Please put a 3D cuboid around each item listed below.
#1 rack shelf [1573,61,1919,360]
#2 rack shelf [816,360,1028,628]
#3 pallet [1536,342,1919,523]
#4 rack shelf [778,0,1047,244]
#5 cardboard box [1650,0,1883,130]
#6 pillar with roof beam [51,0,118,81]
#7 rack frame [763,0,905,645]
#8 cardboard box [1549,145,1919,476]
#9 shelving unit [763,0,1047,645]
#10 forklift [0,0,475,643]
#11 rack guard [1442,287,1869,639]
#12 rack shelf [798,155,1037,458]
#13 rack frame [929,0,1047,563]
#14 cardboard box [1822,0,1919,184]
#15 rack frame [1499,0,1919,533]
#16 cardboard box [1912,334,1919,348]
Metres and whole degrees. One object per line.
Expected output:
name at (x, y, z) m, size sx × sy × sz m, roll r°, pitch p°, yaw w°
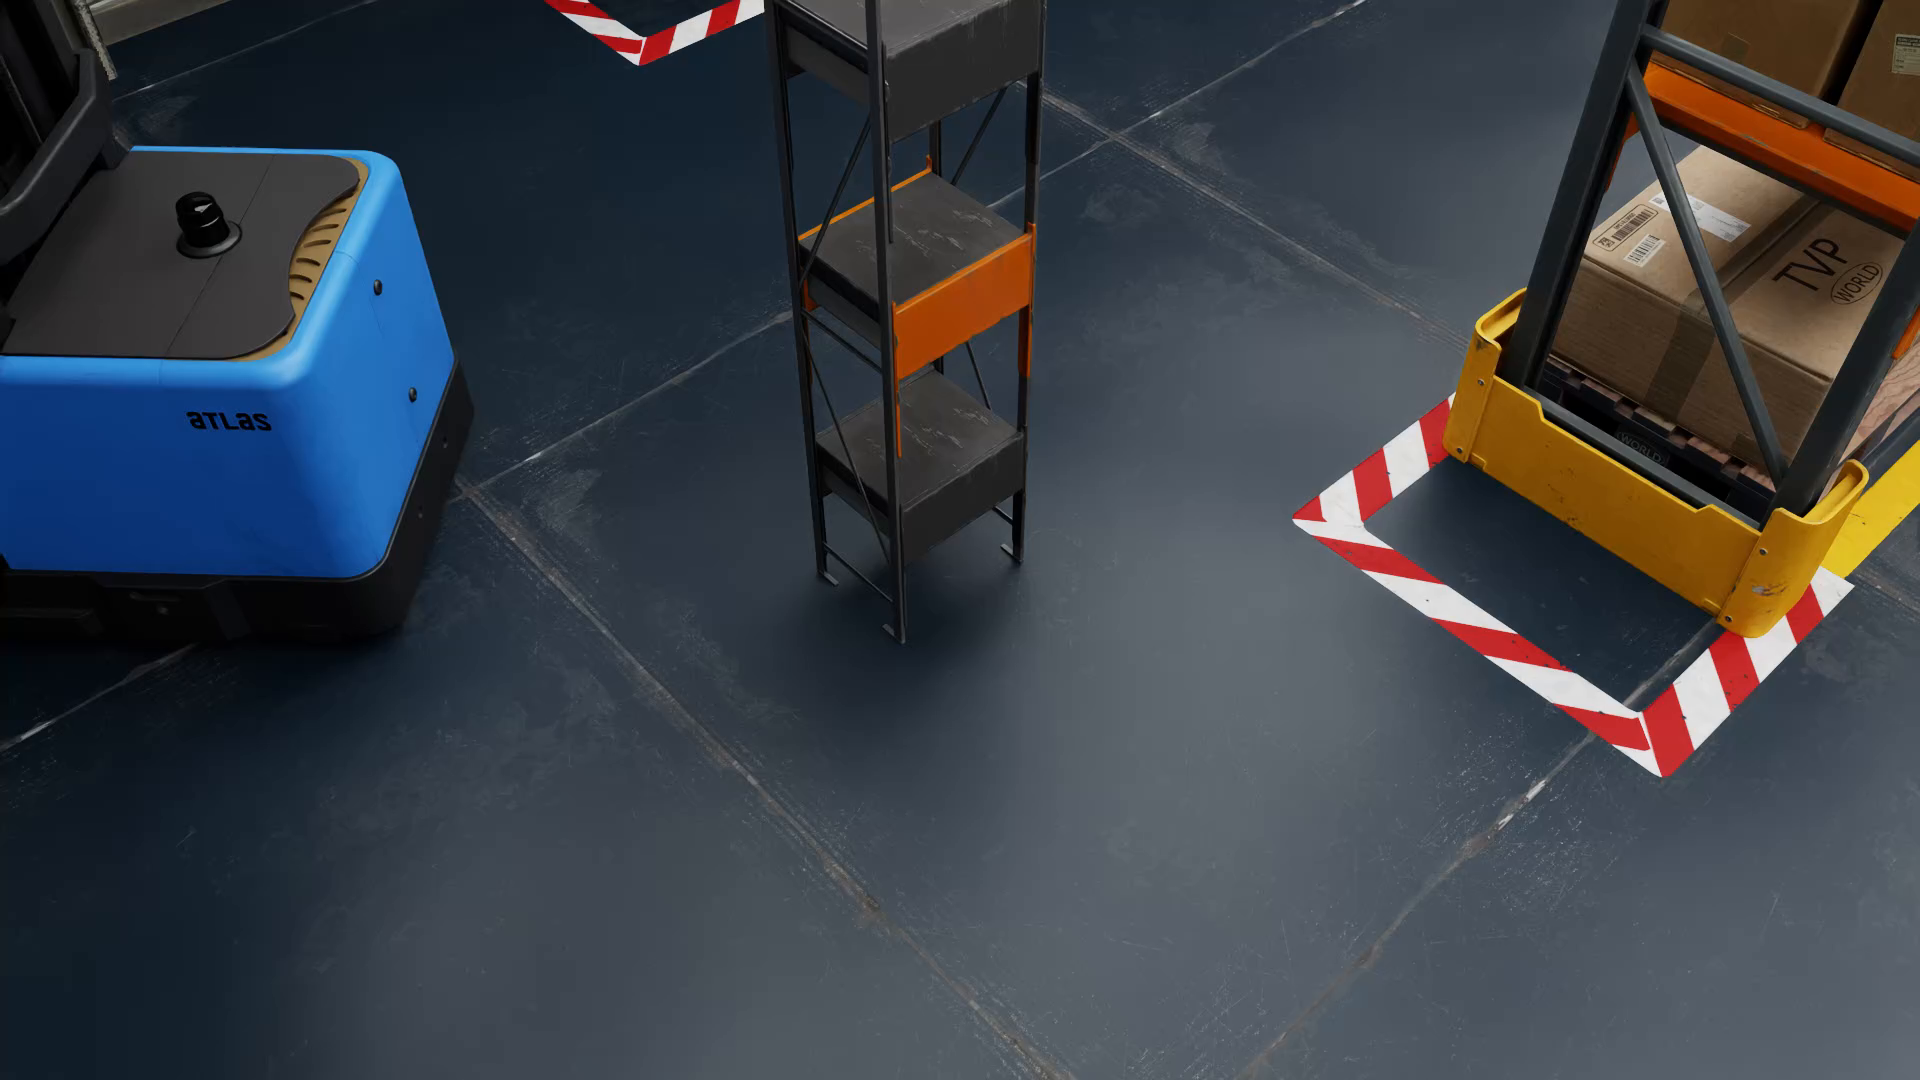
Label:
rack shelf at (3.597, -1.862, 5.417) m, size 4.000 × 0.370 × 1.077 m, roll -34°, pitch 56°, yaw -27°
rack shelf at (-0.122, -0.146, 4.927) m, size 0.480 × 0.518 × 0.431 m, roll -34°, pitch 56°, yaw -27°
pallet at (2.656, -0.609, 5.669) m, size 1.213 × 0.211 × 1.003 m, roll -34°, pitch 56°, yaw -27°
rack shelf at (-0.122, -1.096, 3.898) m, size 0.480 × 0.518 × 0.431 m, roll -34°, pitch 56°, yaw -27°
cardboard box at (2.296, -1.533, 4.556) m, size 0.500 × 0.500 × 0.500 m, roll -33°, pitch 56°, yaw -27°
pillar with roof beam at (-0.930, -2.665, 1.586) m, size 0.400 × 9.000 × 9.100 m, roll -34°, pitch 56°, yaw -27°
rack frame at (-0.303, -0.510, 4.292) m, size 0.015 × 2.100 × 0.400 m, roll -34°, pitch 56°, yaw -27°
cardboard box at (2.539, -0.771, 5.378) m, size 0.875 × 0.438 × 0.875 m, roll -36°, pitch 57°, yaw -28°
shelving unit at (-0.122, -0.630, 4.403) m, size 0.503 × 2.100 × 0.431 m, roll -34°, pitch 56°, yaw -27°
forklift at (-3.145, -1.086, 4.258) m, size 3.031 × 2.935 × 1.130 m, roll 2°, pitch 47°, yaw 1°
rack guard at (2.100, -0.258, 5.147) m, size 0.348 × 0.500 × 1.175 m, roll -34°, pitch 56°, yaw -27°
rack shelf at (-0.122, -0.621, 4.413) m, size 0.480 × 0.518 × 0.431 m, roll -34°, pitch 56°, yaw -27°
rack frame at (0.058, -0.751, 4.514) m, size 0.015 × 2.100 × 0.400 m, roll -34°, pitch 56°, yaw -27°
cardboard box at (2.666, -1.232, 4.278) m, size 0.500 × 0.500 × 0.500 m, roll -34°, pitch 56°, yaw -27°
rack frame at (2.118, -1.117, 4.240) m, size 0.127 × 3.000 × 1.000 m, roll -34°, pitch 56°, yaw -27°
cardboard box at (3.210, -1.228, 5.800) m, size 0.875 × 0.438 × 0.875 m, roll -32°, pitch 55°, yaw -26°
